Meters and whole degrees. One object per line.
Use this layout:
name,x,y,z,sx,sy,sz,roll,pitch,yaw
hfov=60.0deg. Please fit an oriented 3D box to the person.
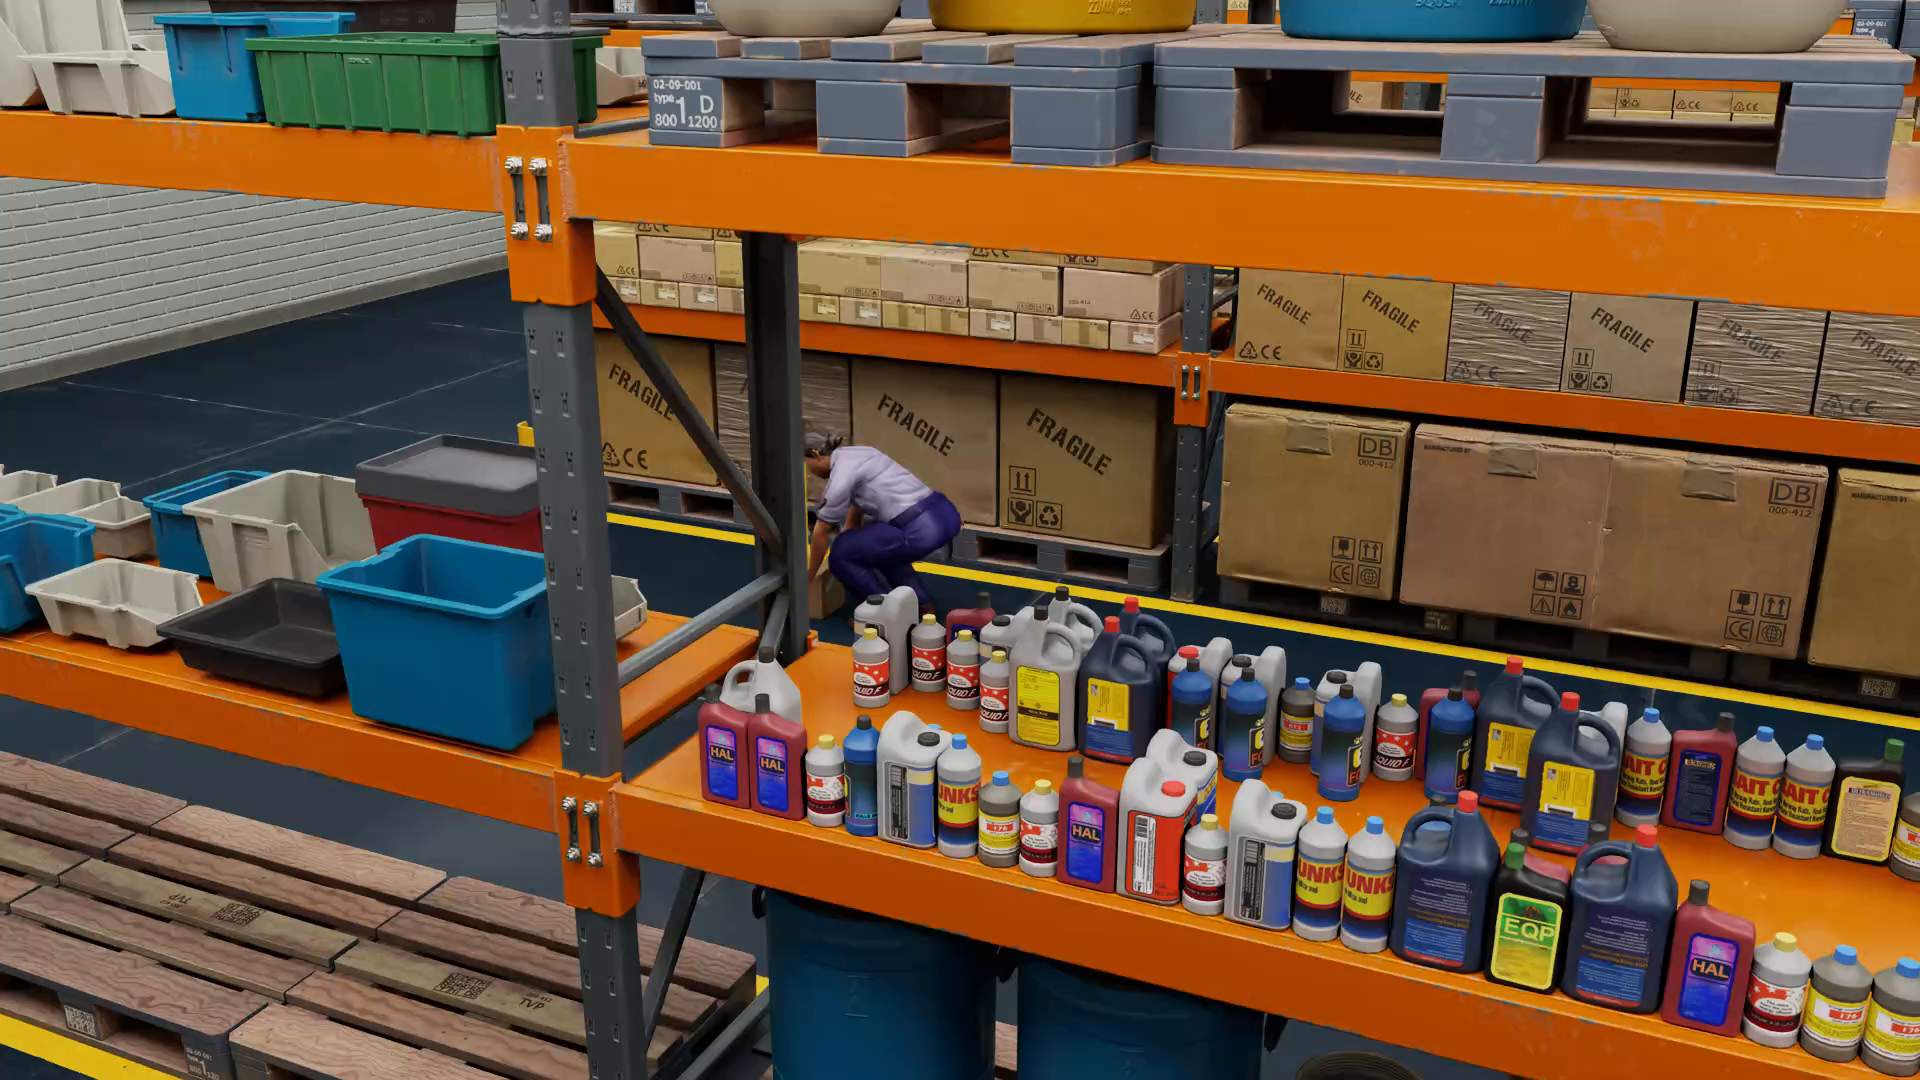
person,-0.429,-0.024,8.279,0.826,0.920,0.524,8,21,23
